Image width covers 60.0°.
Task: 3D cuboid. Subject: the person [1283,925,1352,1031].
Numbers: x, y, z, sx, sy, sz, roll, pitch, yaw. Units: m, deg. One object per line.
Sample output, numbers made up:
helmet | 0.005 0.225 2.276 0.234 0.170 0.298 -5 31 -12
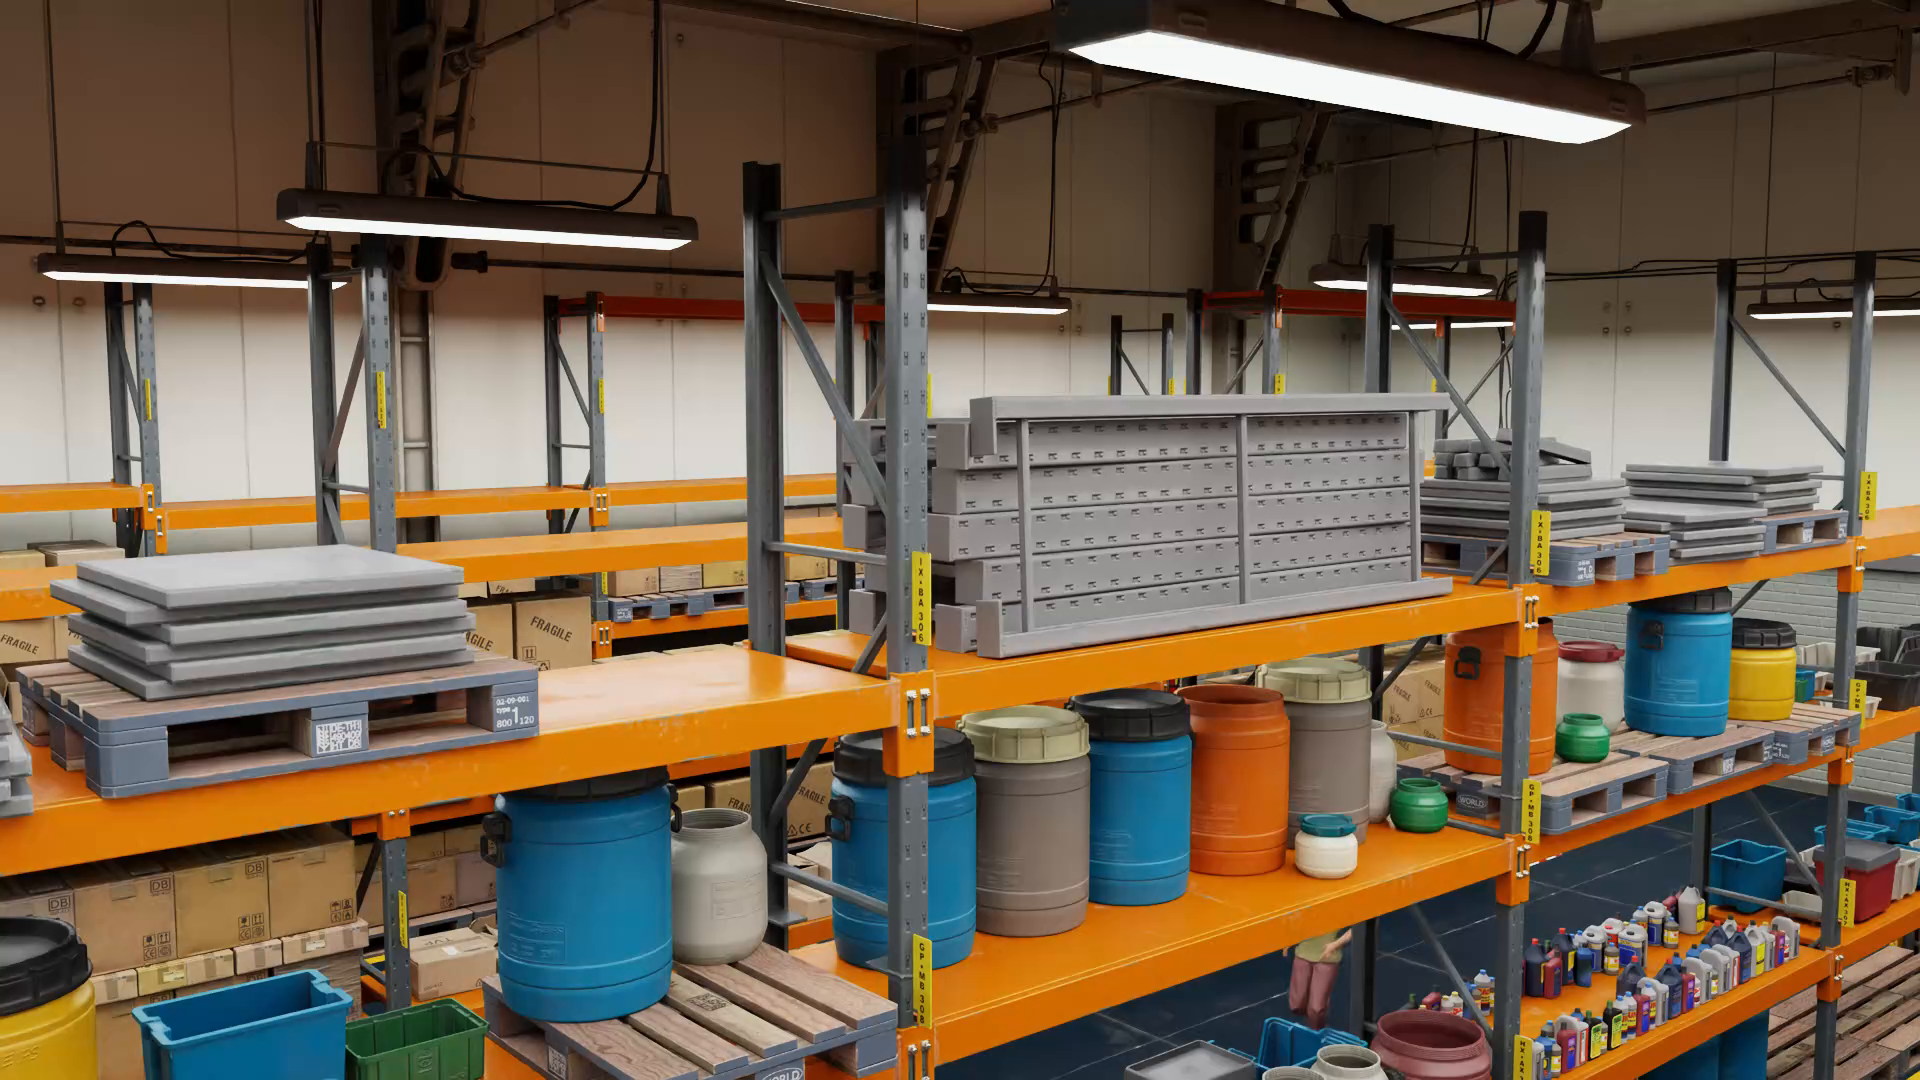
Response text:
person | 2.737 3.162 12.596 0.581 1.609 0.565 4 7 36
